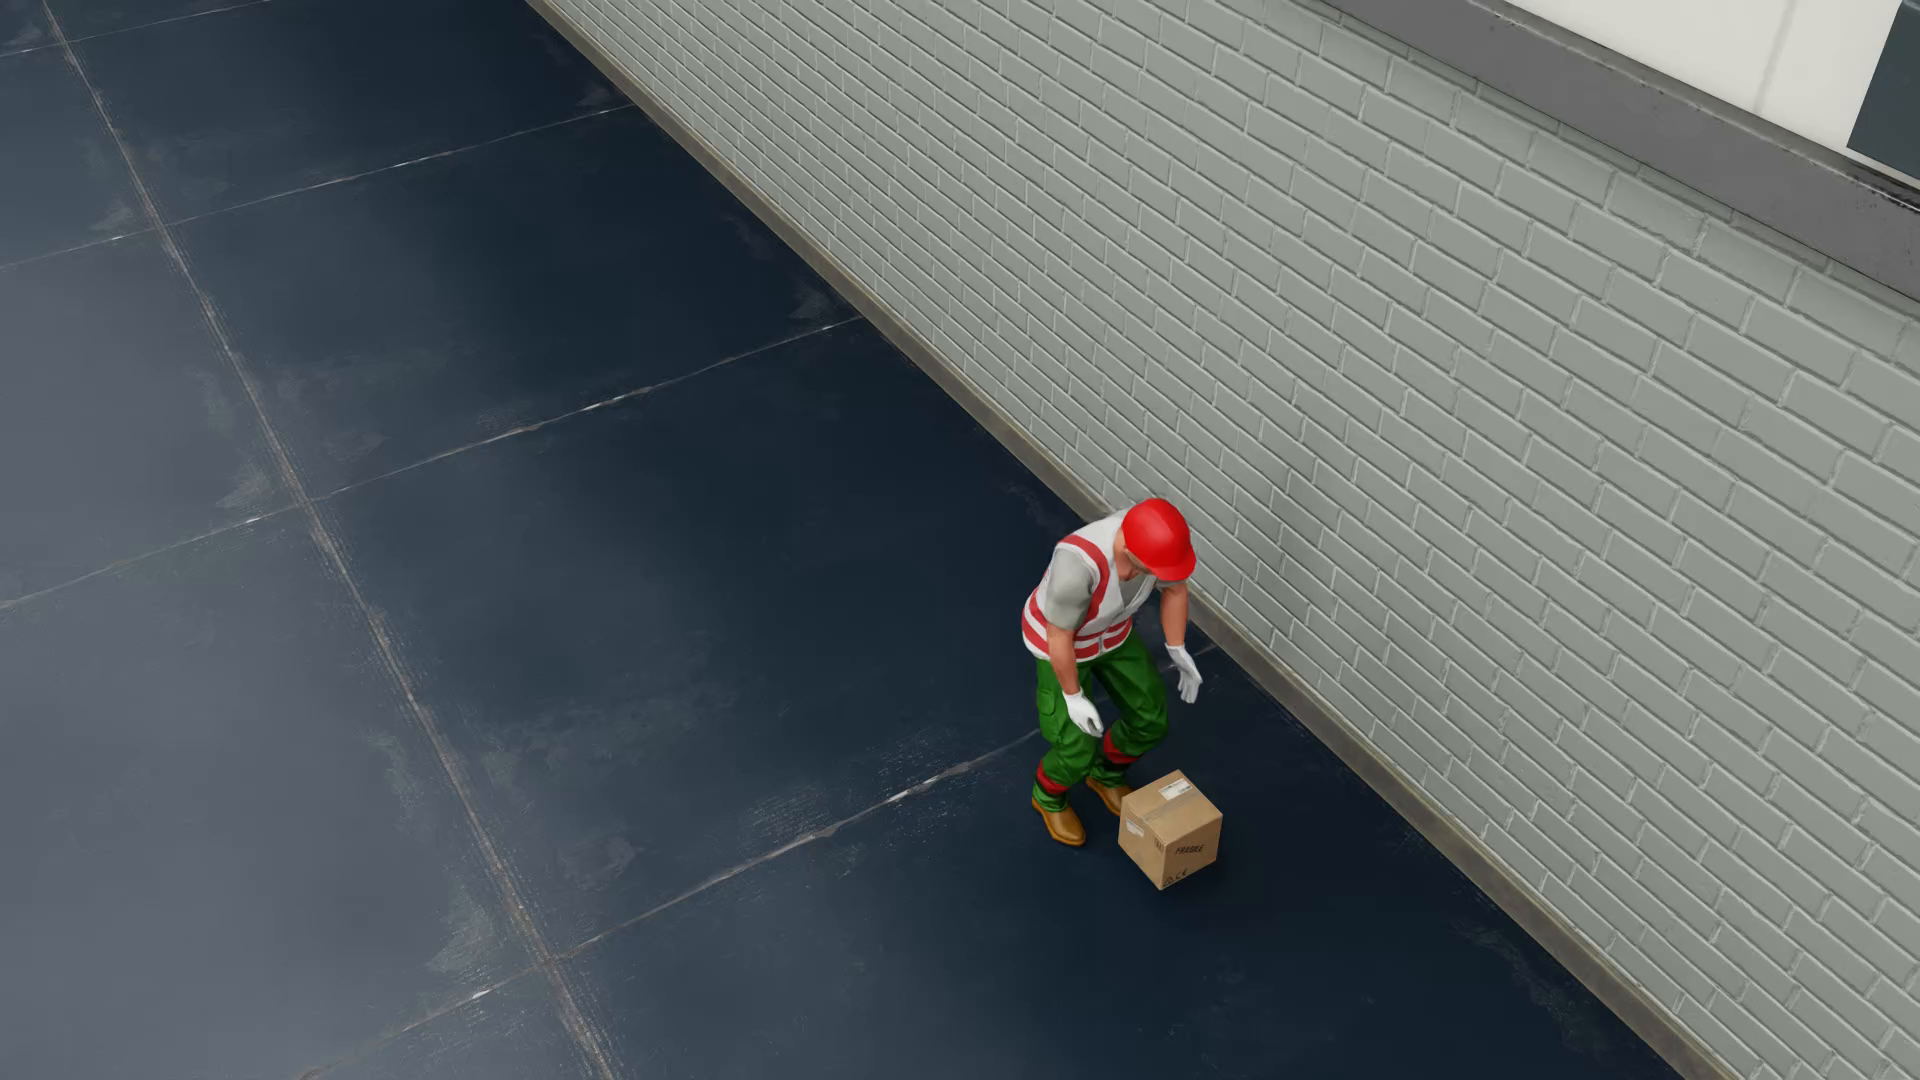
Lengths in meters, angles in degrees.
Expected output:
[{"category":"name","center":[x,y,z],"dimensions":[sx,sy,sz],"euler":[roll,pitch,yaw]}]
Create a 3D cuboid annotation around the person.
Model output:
[{"category":"person","center":[0.527,0.410,5.801],"dimensions":[0.572,1.604,0.625],"euler":[-22,45,-24]}]
